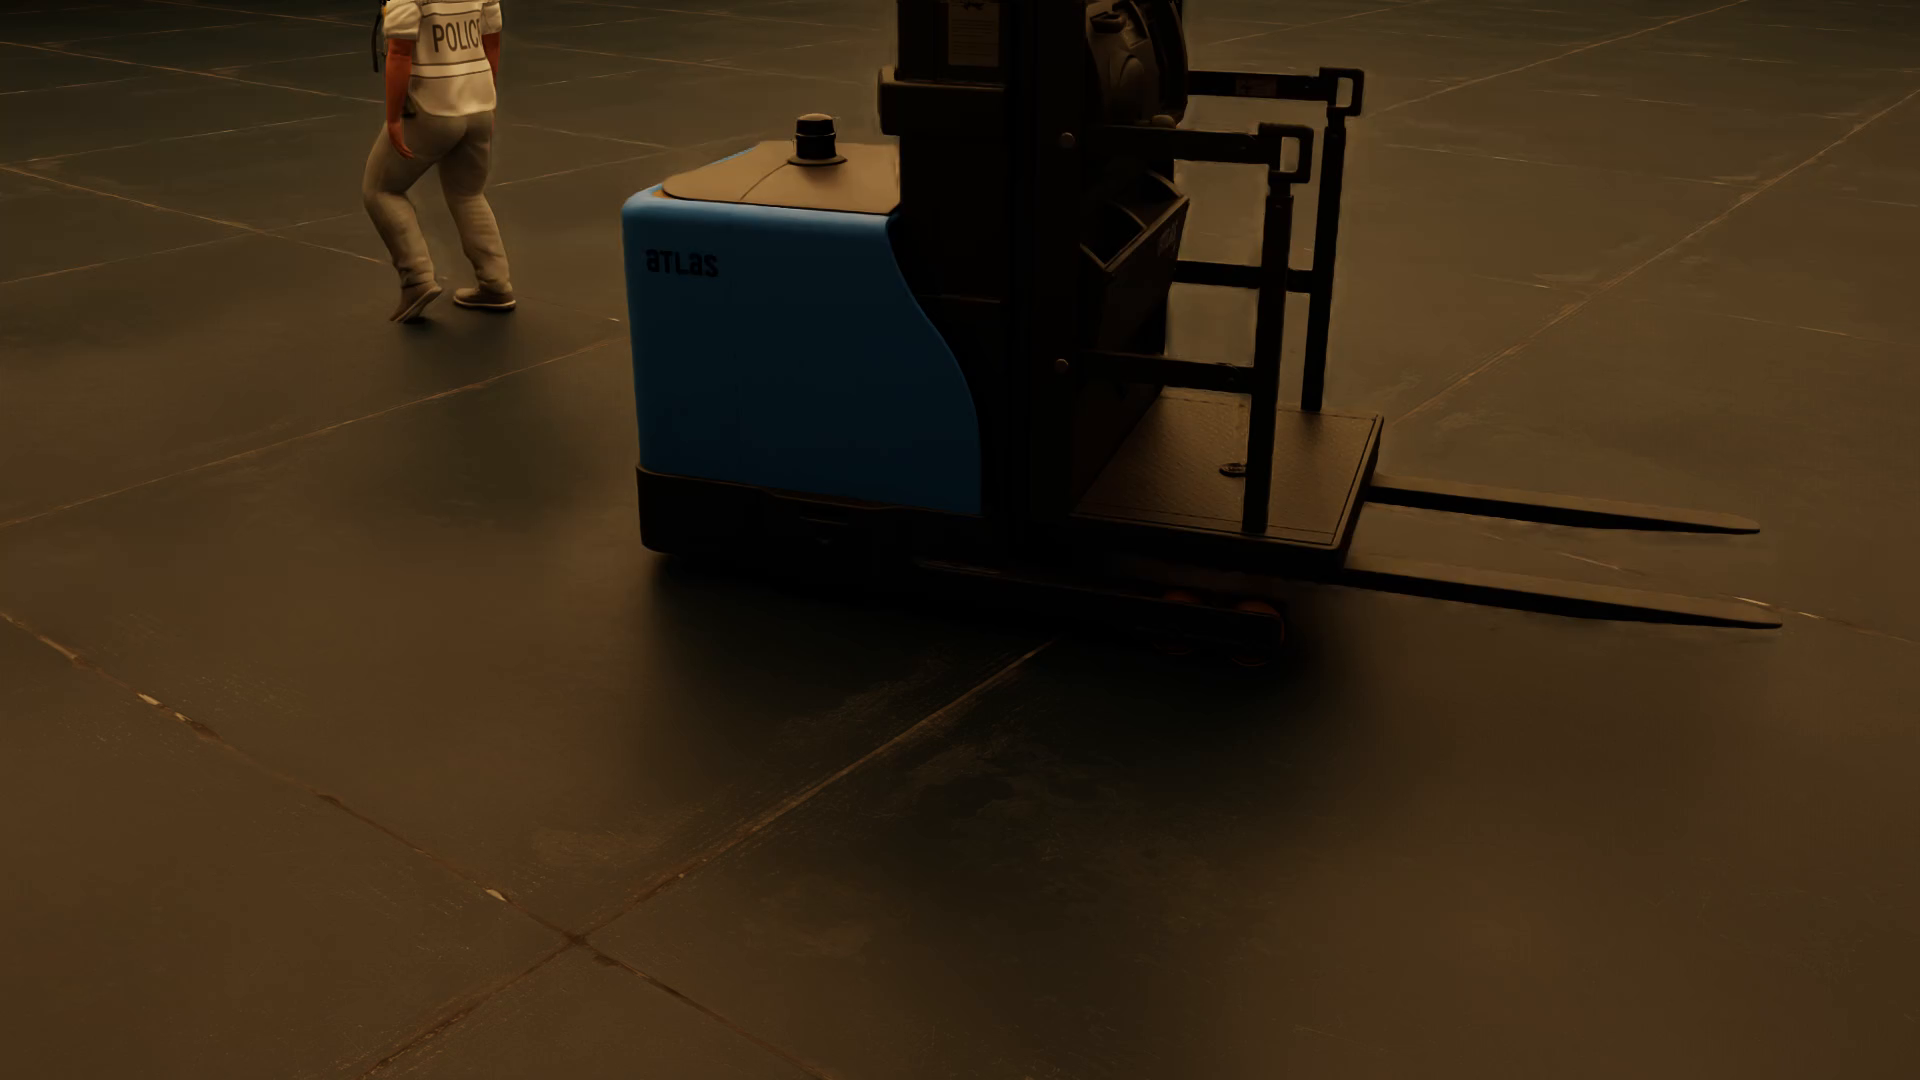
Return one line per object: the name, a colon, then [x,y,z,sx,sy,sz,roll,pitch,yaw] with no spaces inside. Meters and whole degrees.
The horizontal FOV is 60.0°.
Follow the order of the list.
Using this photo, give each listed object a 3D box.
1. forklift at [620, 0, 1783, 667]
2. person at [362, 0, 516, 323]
forklift: [0.647,-1.257,4.229,3.031,2.935,1.130,8,25,17]
person: [-2.235,-1.796,7.051,0.494,1.795,0.641,11,26,24]
